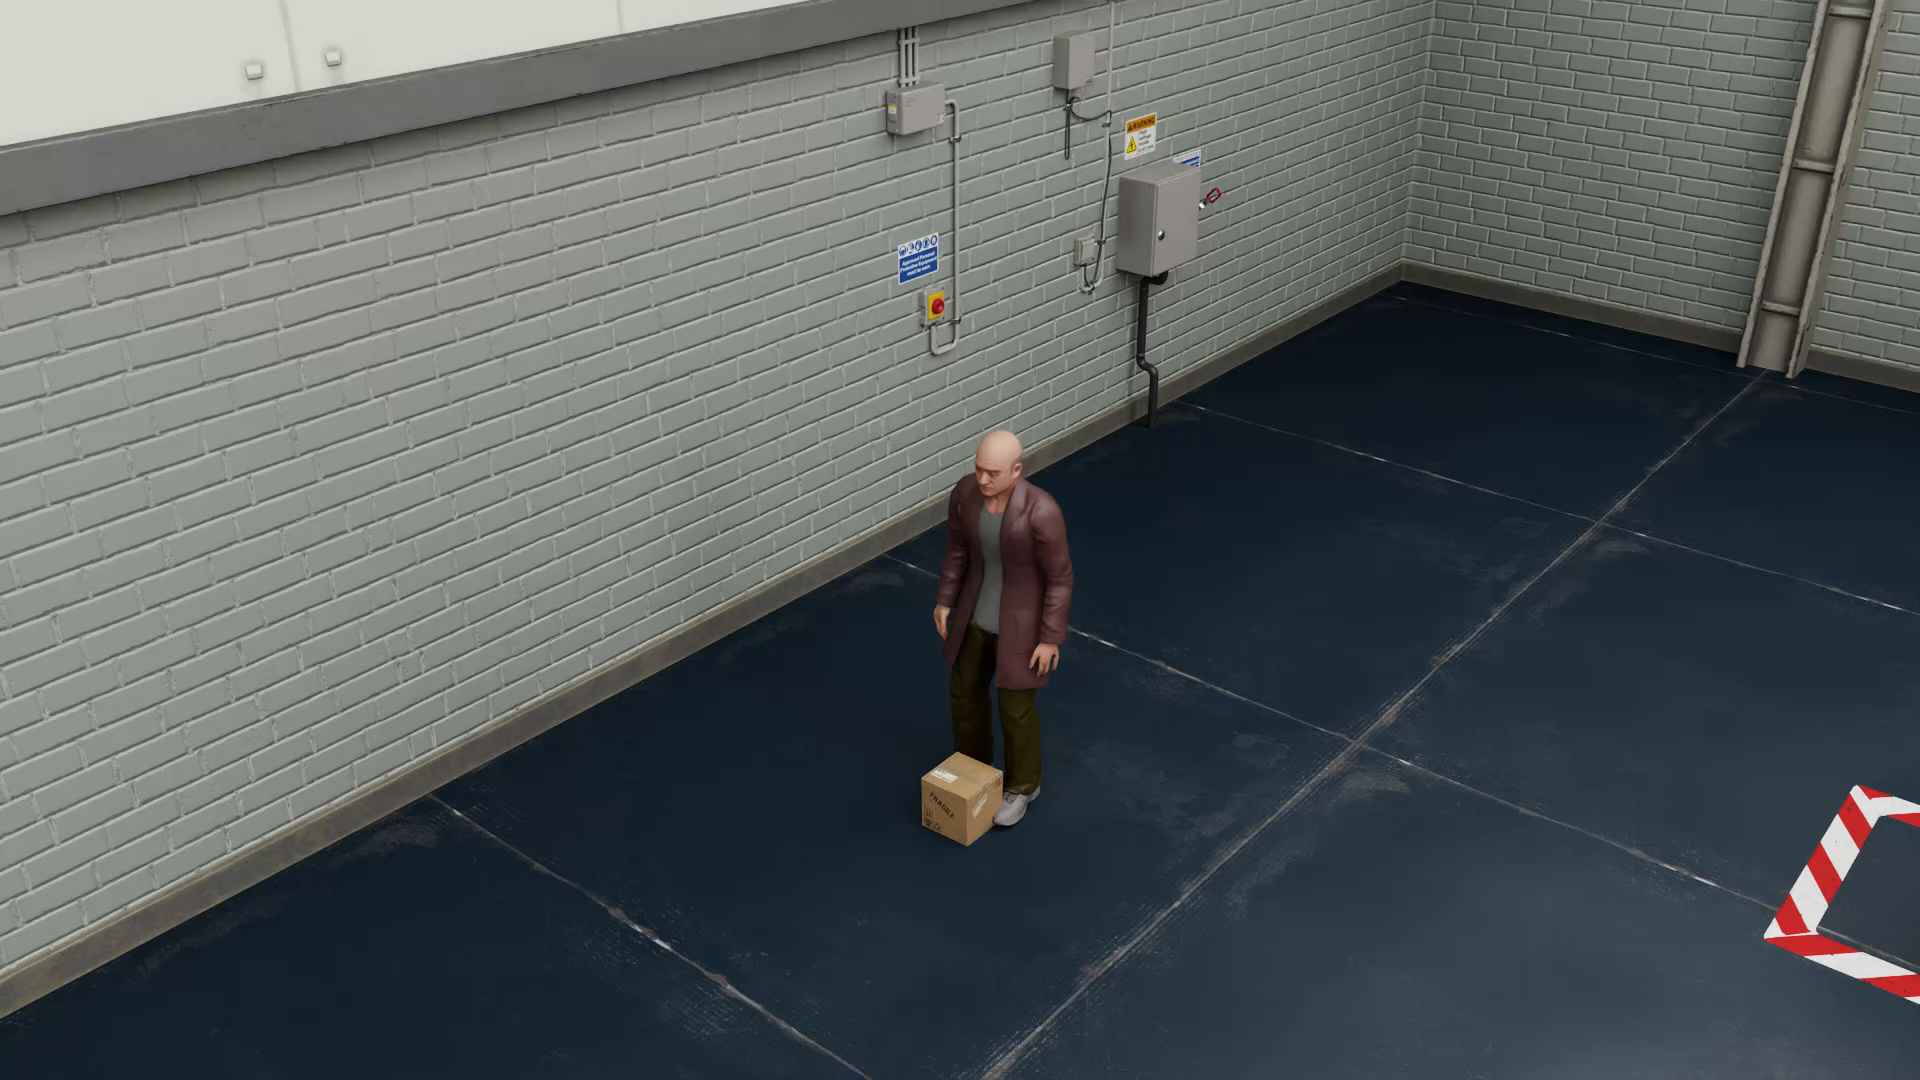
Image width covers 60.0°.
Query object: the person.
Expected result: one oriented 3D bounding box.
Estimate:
[{"bbox_3d":[0.171,0.344,6.959,0.655,1.774,0.416,19,33,33],"label":"person"}]
